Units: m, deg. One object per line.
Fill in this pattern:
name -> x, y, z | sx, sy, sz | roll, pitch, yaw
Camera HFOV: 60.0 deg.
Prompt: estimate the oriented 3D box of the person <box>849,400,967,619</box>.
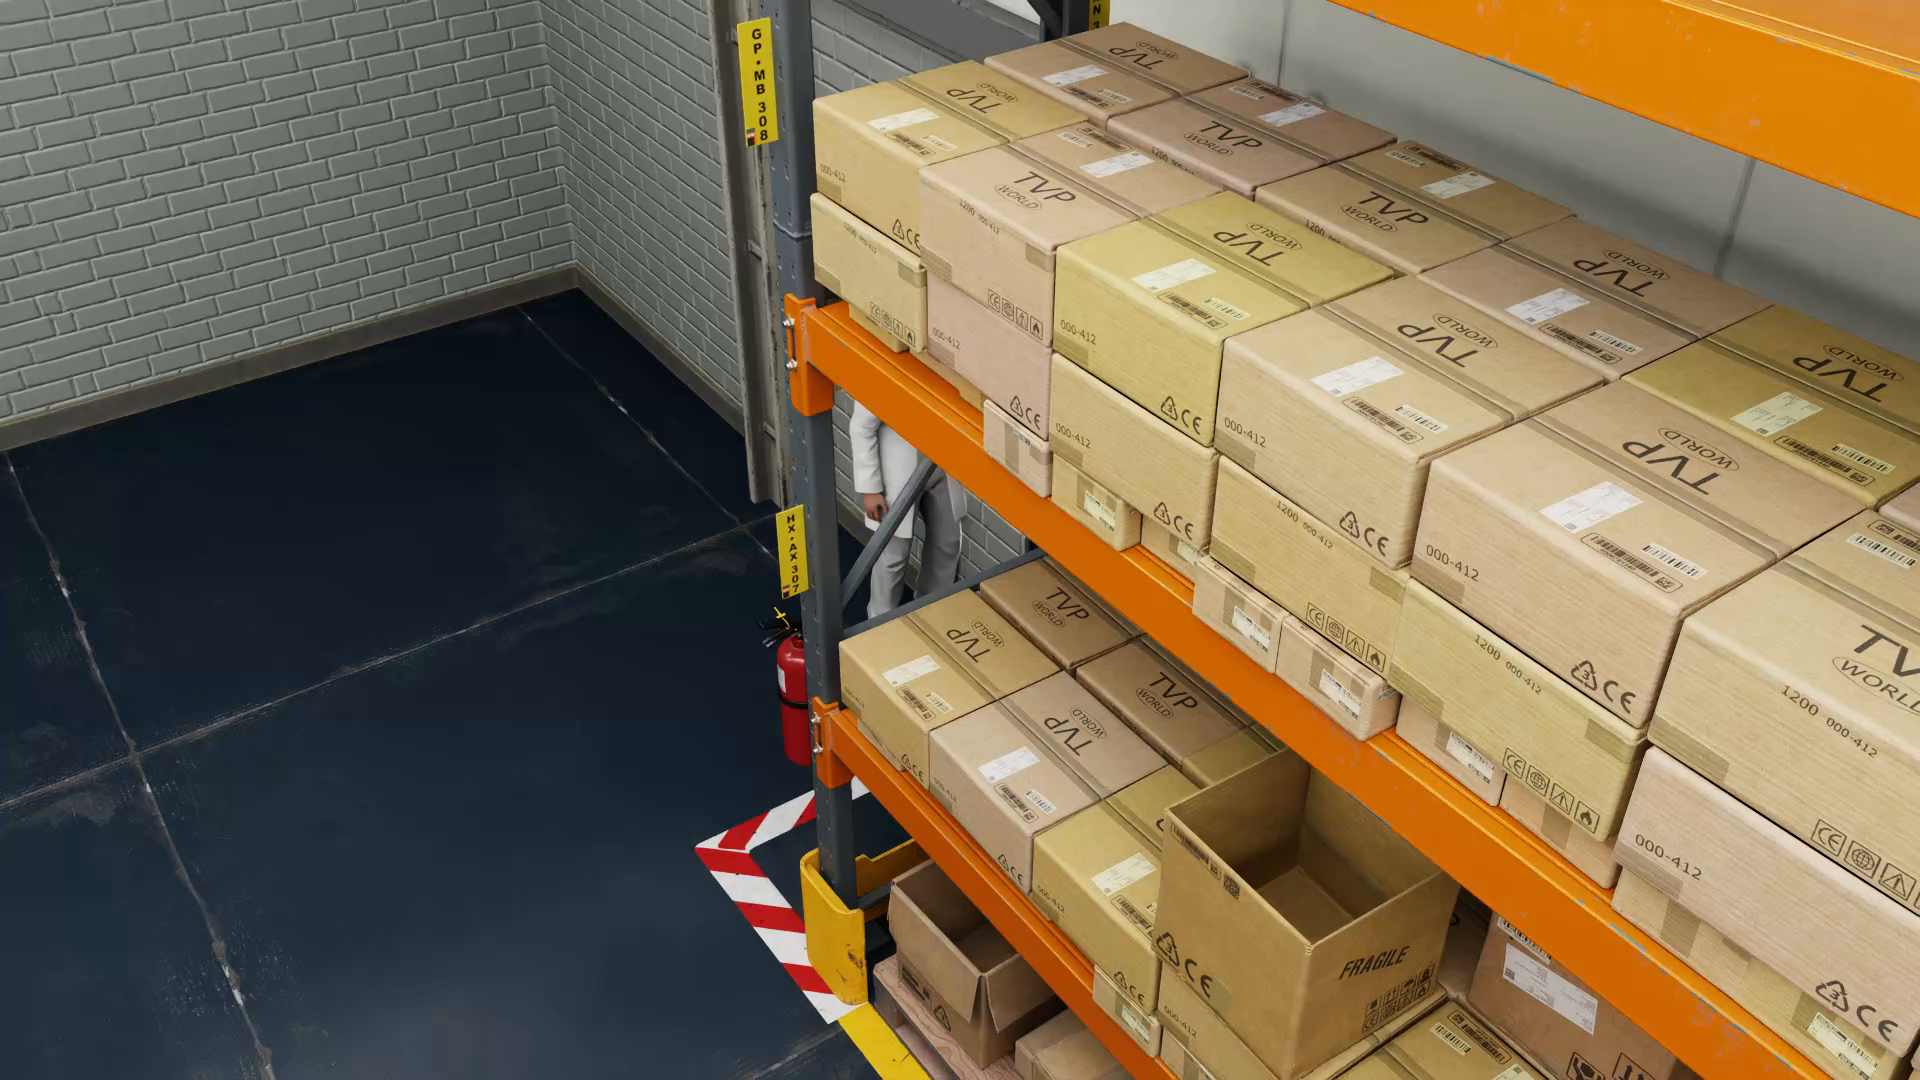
person -> -0.181, -0.299, 7.430 | 0.656, 1.774, 0.416 | -19, 40, -24
